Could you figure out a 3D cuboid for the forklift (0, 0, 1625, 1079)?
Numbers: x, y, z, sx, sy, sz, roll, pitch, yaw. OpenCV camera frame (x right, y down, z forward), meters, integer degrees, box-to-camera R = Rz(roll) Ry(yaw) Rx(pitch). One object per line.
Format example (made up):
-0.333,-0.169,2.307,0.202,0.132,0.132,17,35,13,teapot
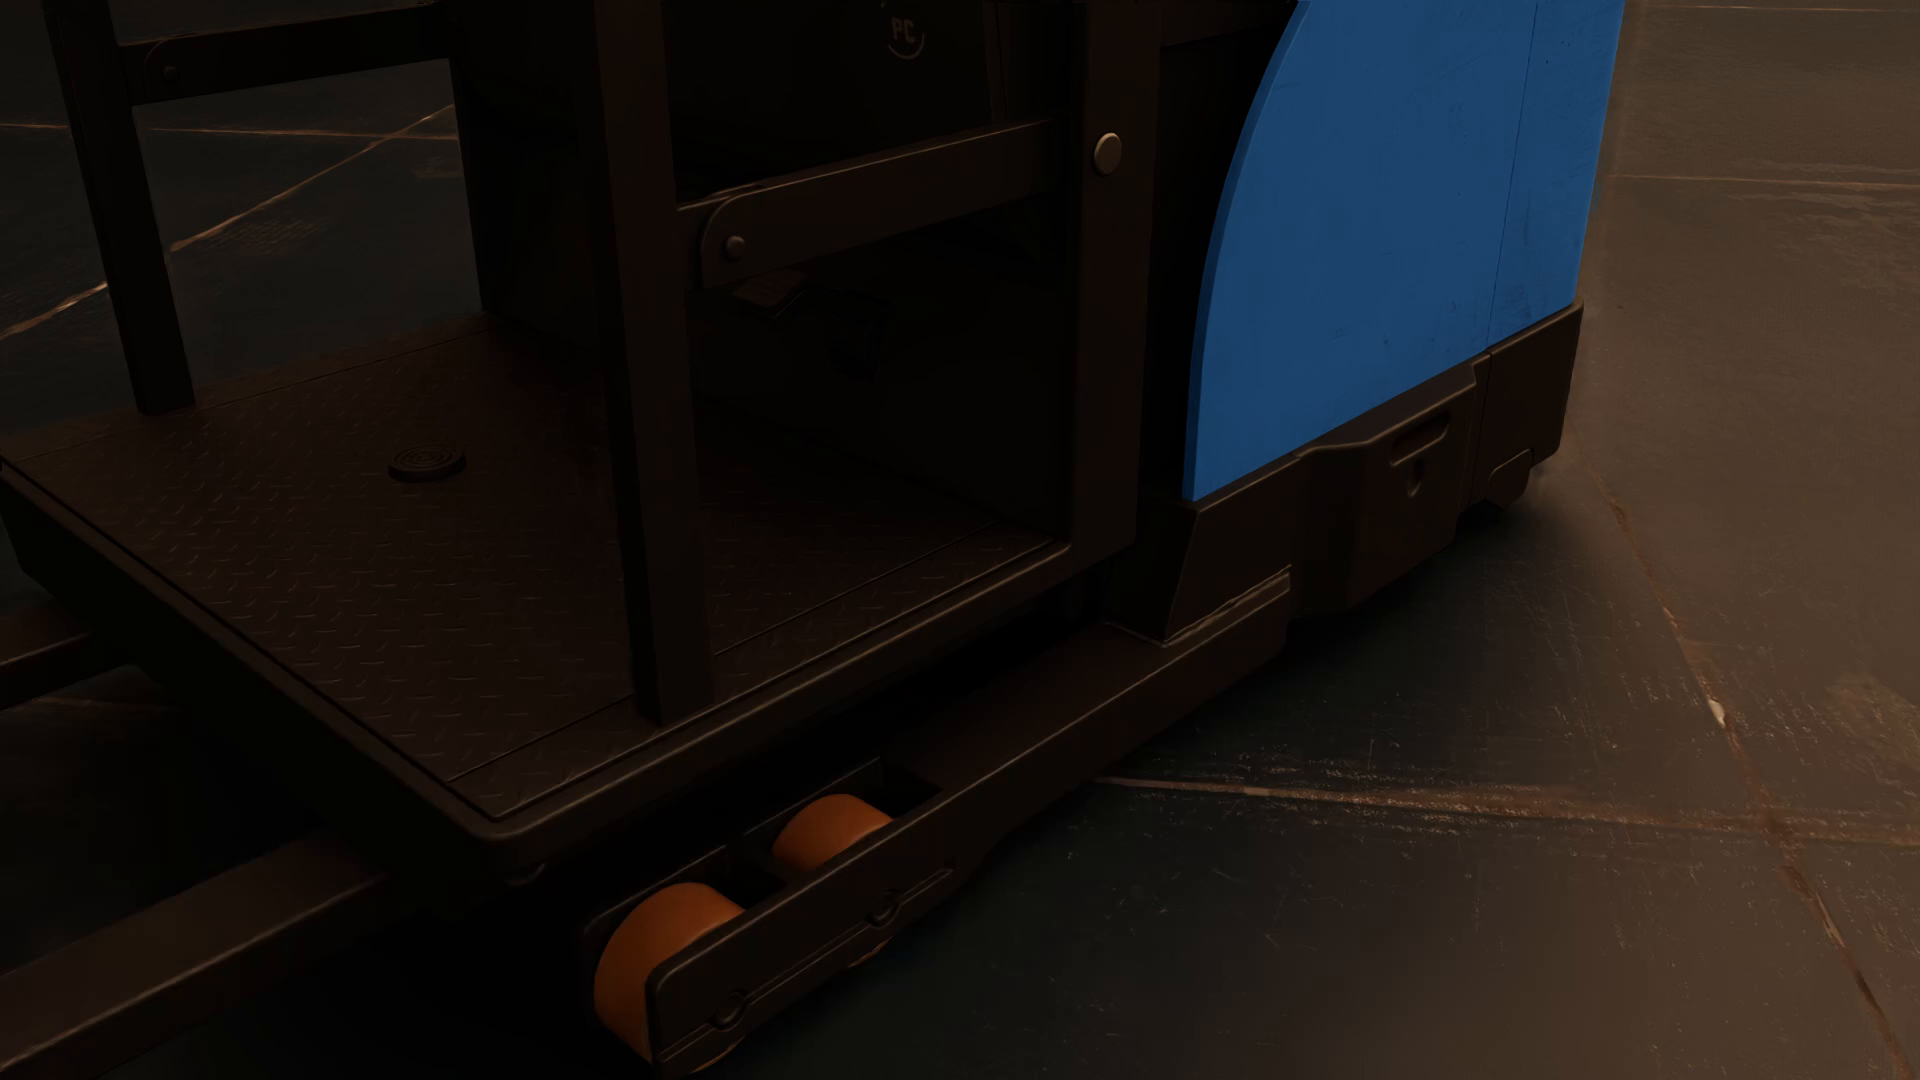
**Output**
-0.419,-1.084,1.389,1.130,2.935,3.031,23,34,38,forklift
